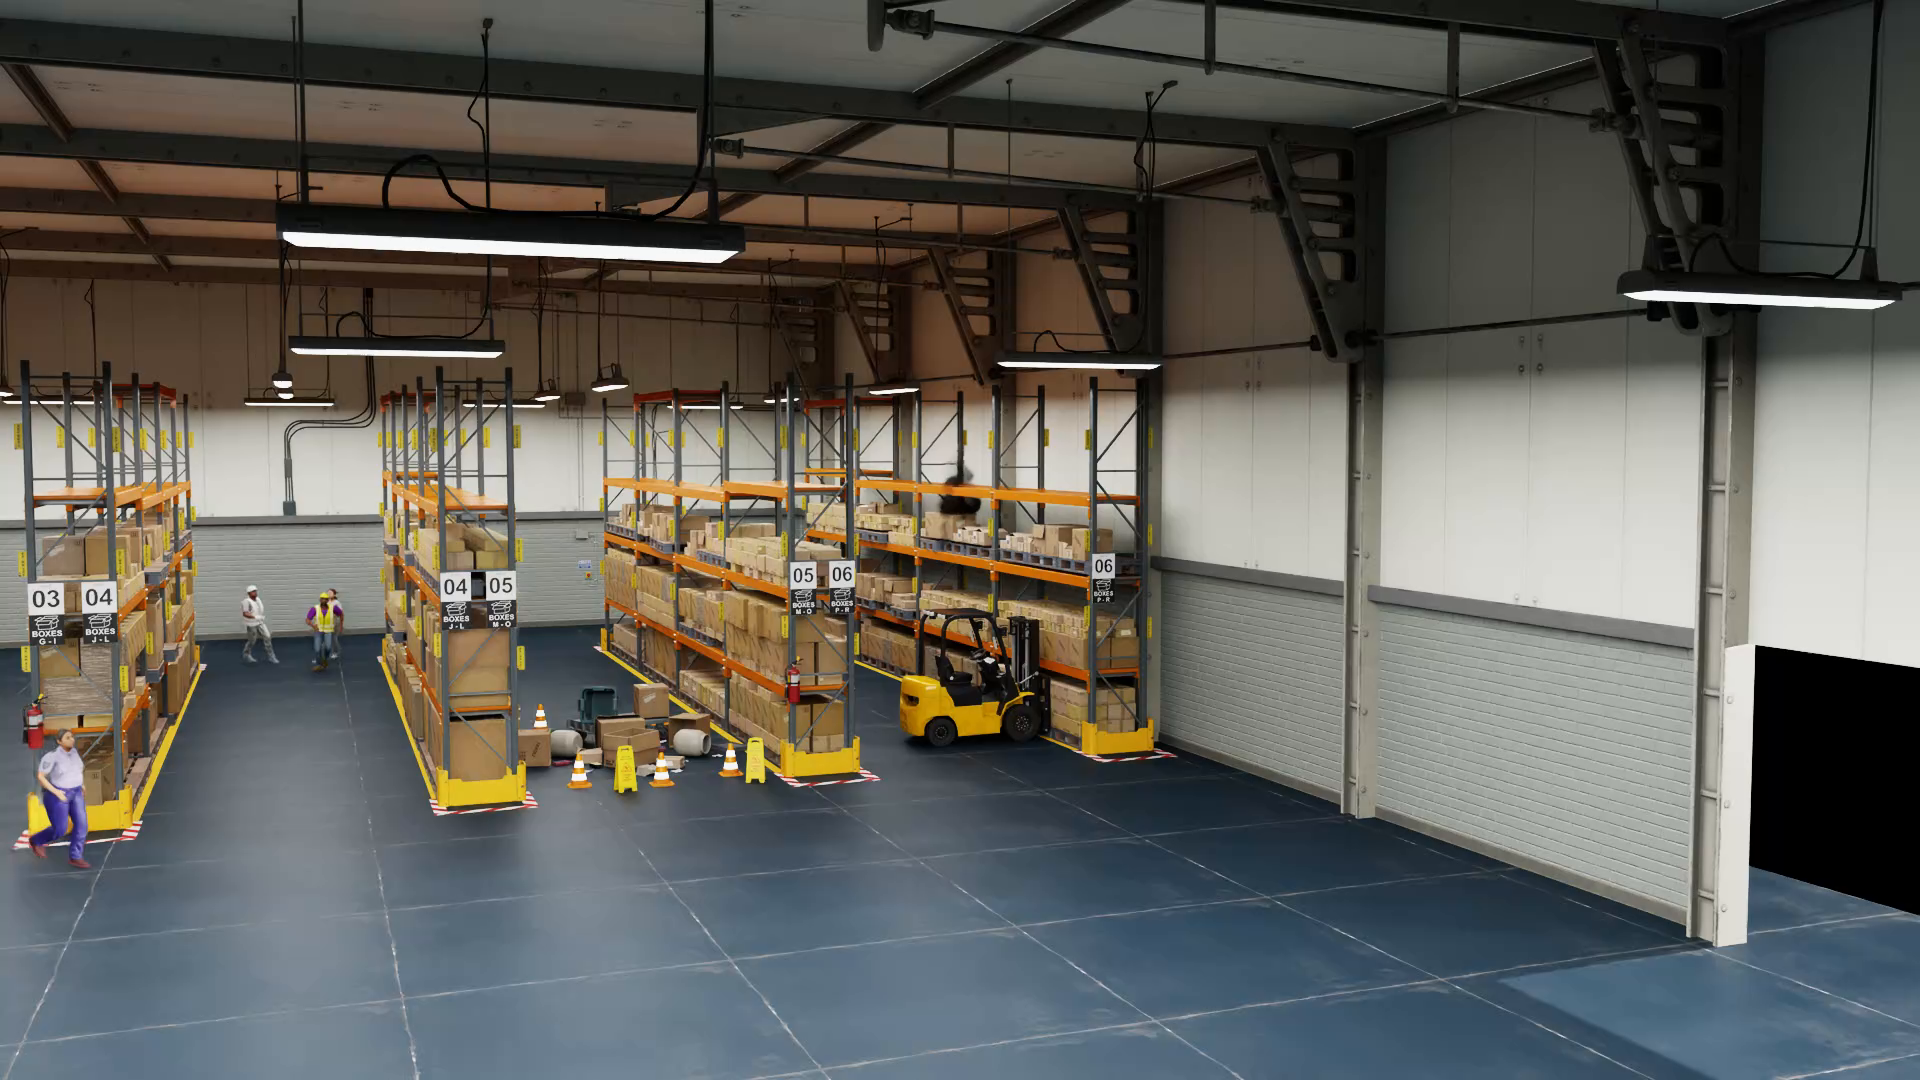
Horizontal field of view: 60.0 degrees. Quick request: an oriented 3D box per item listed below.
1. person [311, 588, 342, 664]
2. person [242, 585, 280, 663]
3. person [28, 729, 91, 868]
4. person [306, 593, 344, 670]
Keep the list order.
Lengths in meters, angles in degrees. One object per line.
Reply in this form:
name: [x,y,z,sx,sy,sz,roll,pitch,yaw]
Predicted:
person: [-14.130,1.909,37.459,0.587,1.662,0.917,1,4,14]
person: [-15.562,1.877,36.773,1.020,1.760,0.718,1,4,23]
person: [-10.568,3.036,19.539,0.772,1.631,0.625,1,4,19]
person: [-13.737,1.980,35.965,0.768,1.702,0.594,-1,4,-19]
